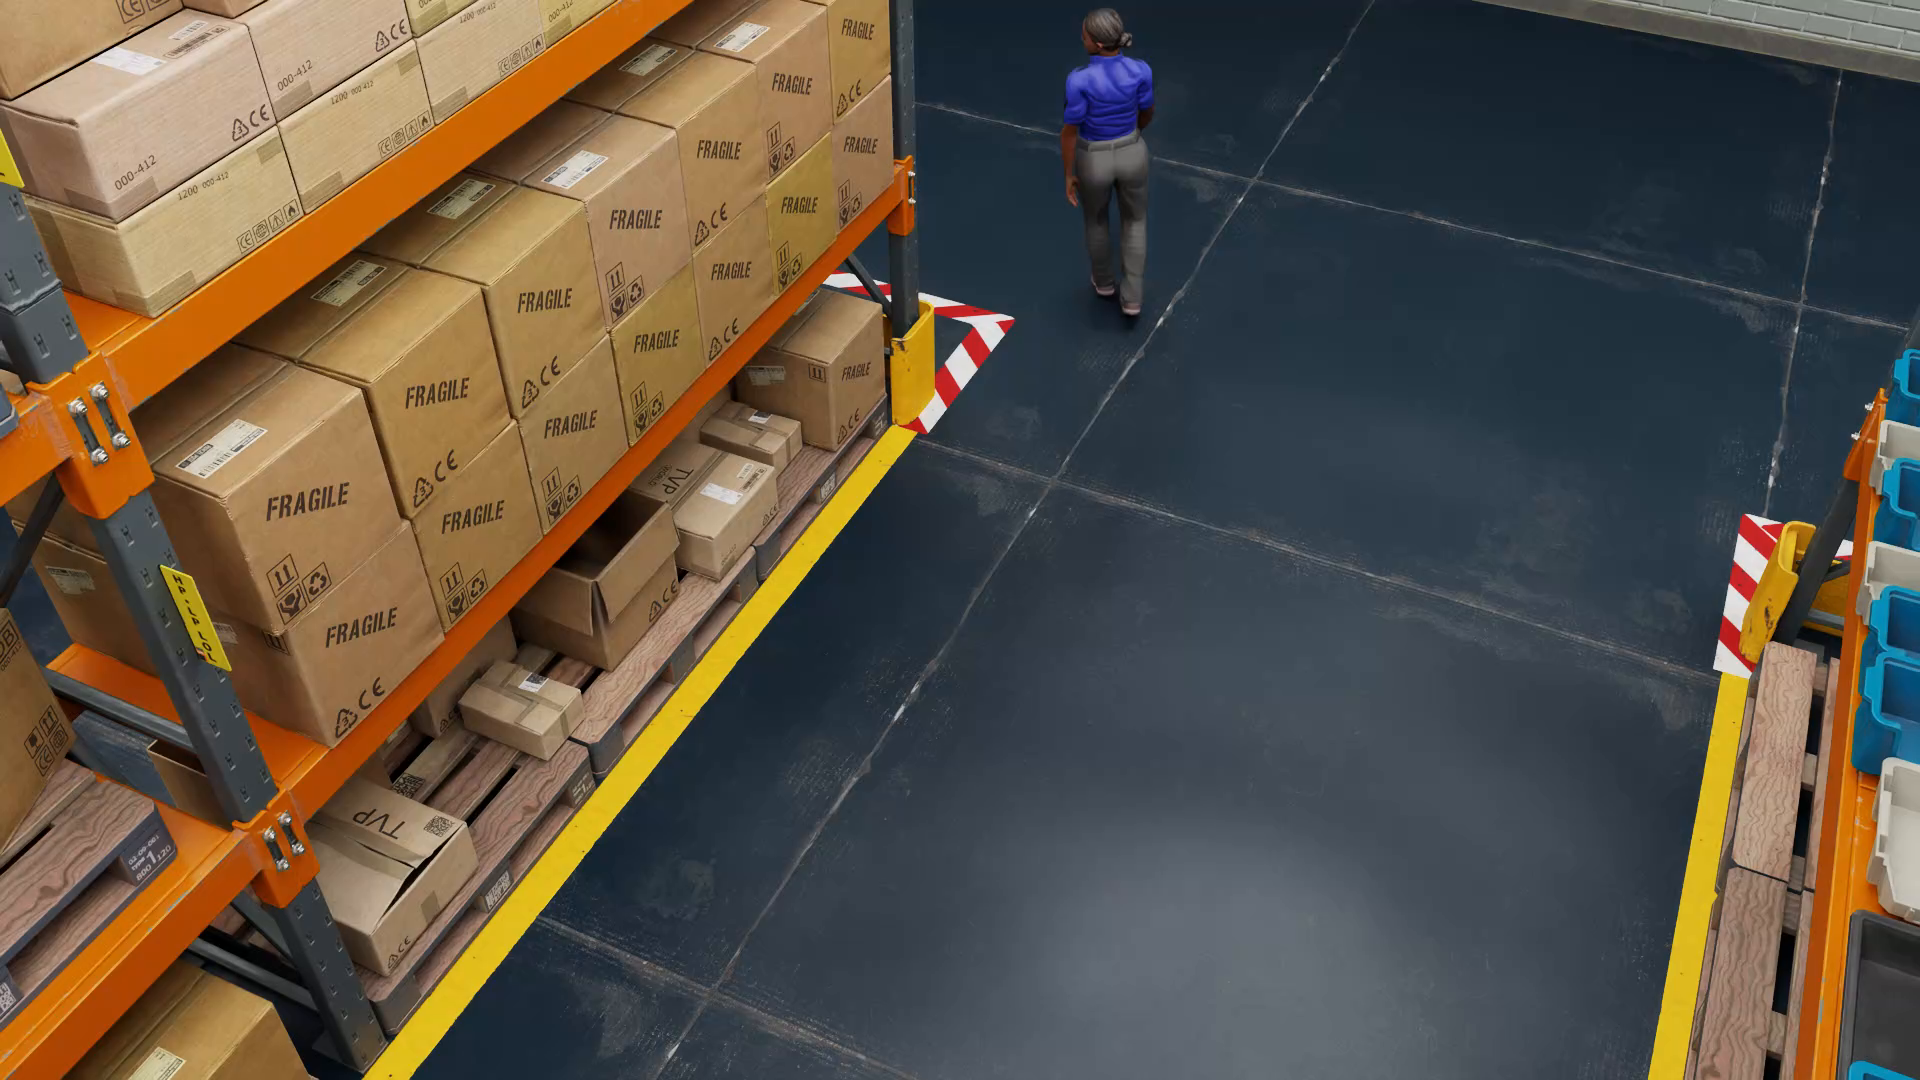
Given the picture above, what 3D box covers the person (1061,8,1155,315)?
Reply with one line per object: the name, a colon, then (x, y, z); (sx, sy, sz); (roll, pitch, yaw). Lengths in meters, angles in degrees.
person: (0.709, -1.872, 8.224); (0.478, 1.663, 0.571); (-4, 42, -4)
